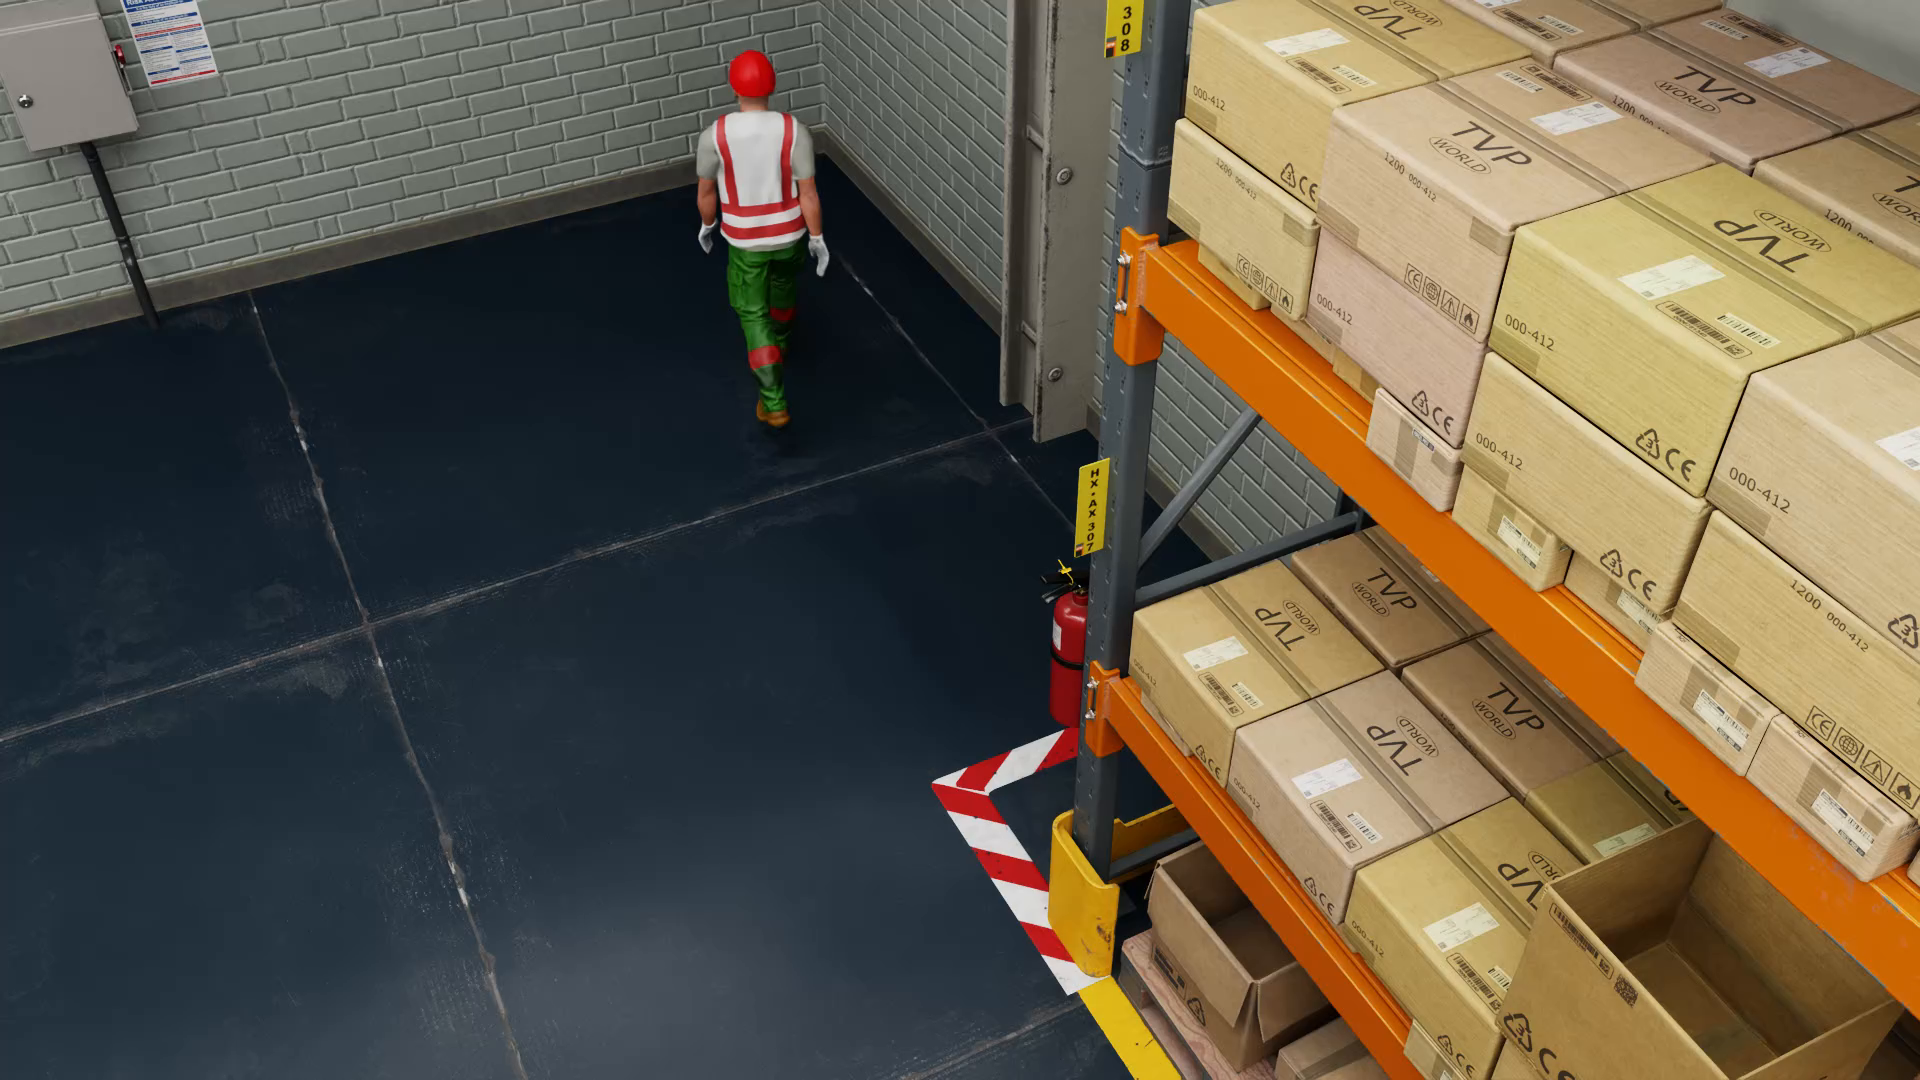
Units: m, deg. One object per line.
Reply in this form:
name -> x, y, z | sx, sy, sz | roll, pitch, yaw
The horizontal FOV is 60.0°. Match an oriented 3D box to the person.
person -> -0.925, -1.427, 7.814 | 0.584, 1.744, 1.087 | -9, 42, -10
